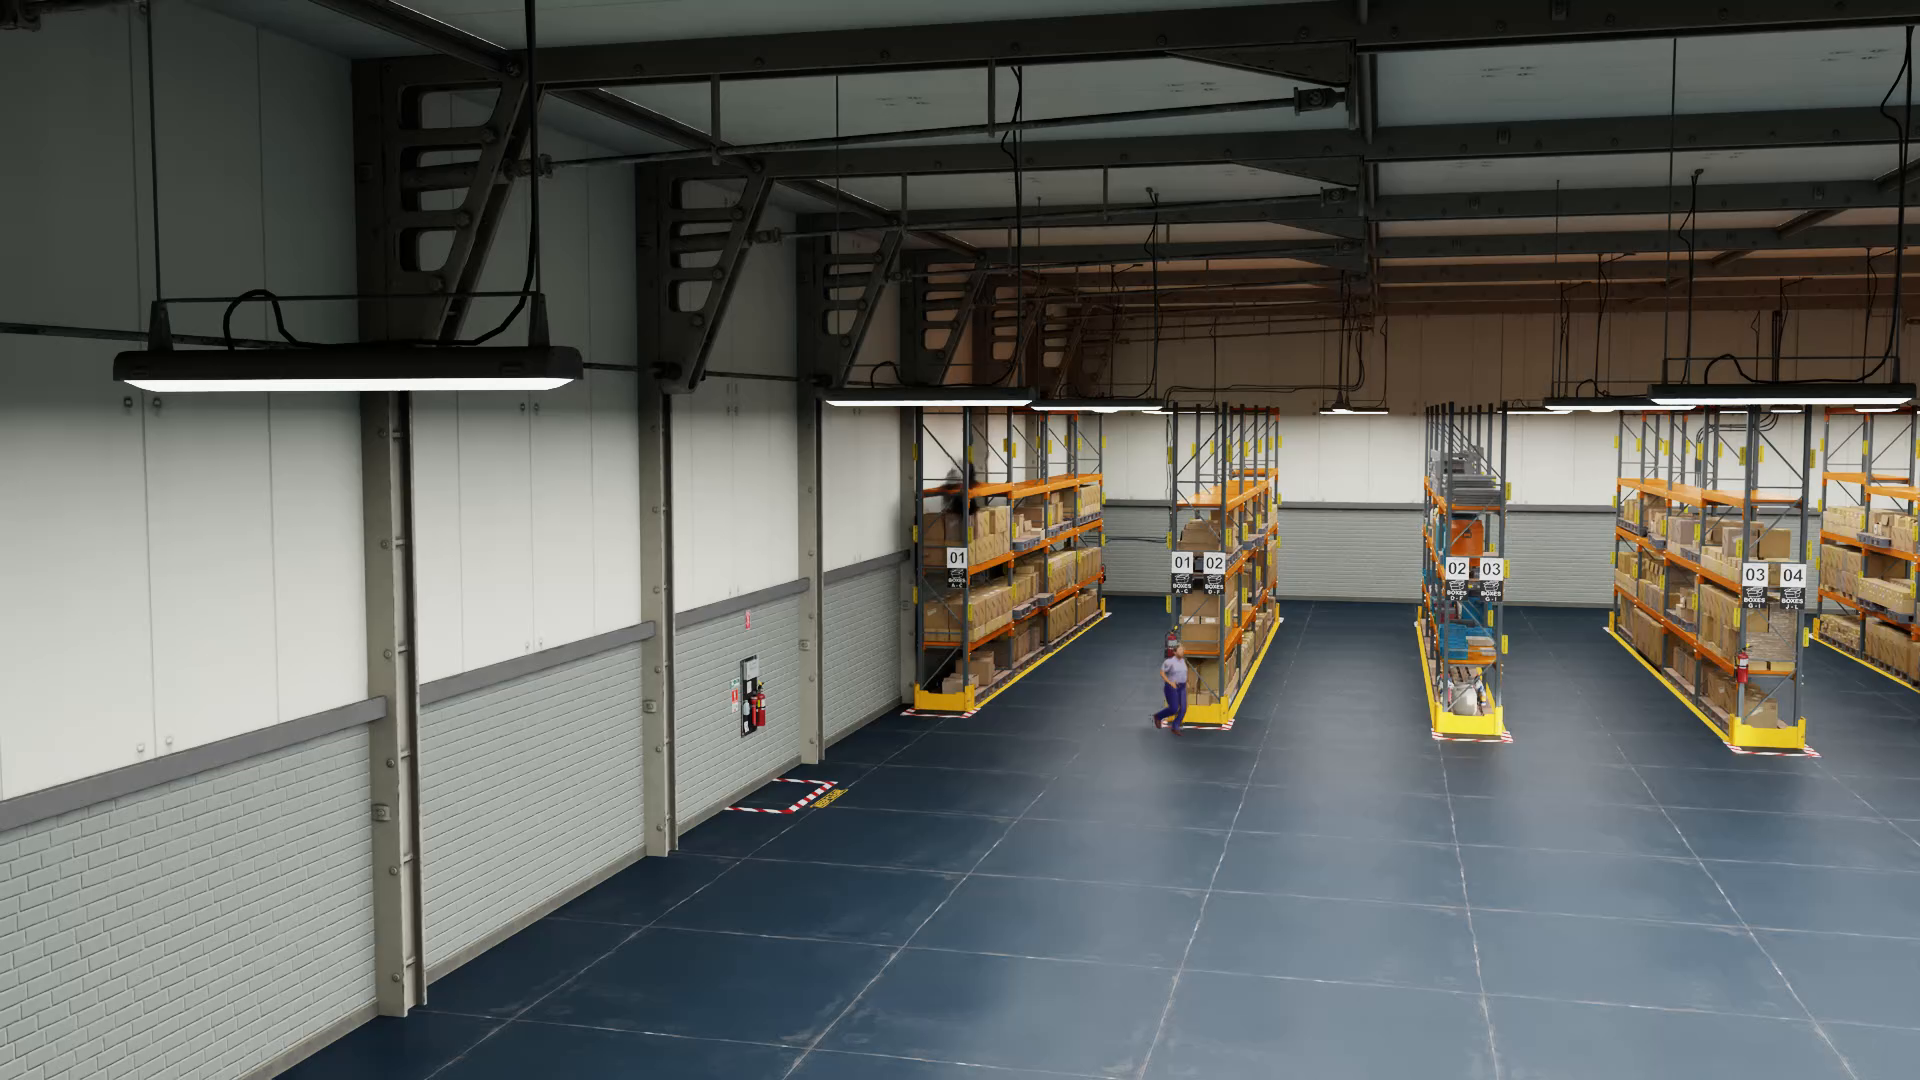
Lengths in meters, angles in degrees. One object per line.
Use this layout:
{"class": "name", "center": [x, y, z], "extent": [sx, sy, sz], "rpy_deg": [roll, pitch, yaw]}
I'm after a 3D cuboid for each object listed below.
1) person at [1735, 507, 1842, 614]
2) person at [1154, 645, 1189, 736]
{"class": "person", "center": [21.809, 1.443, 37.062], "extent": [16.506, 3.100, 20.919], "rpy_deg": [-2, 5, -25]}
{"class": "person", "center": [3.897, 2.717, 30.148], "extent": [0.622, 1.620, 0.630], "rpy_deg": [-3, 5, -39]}
